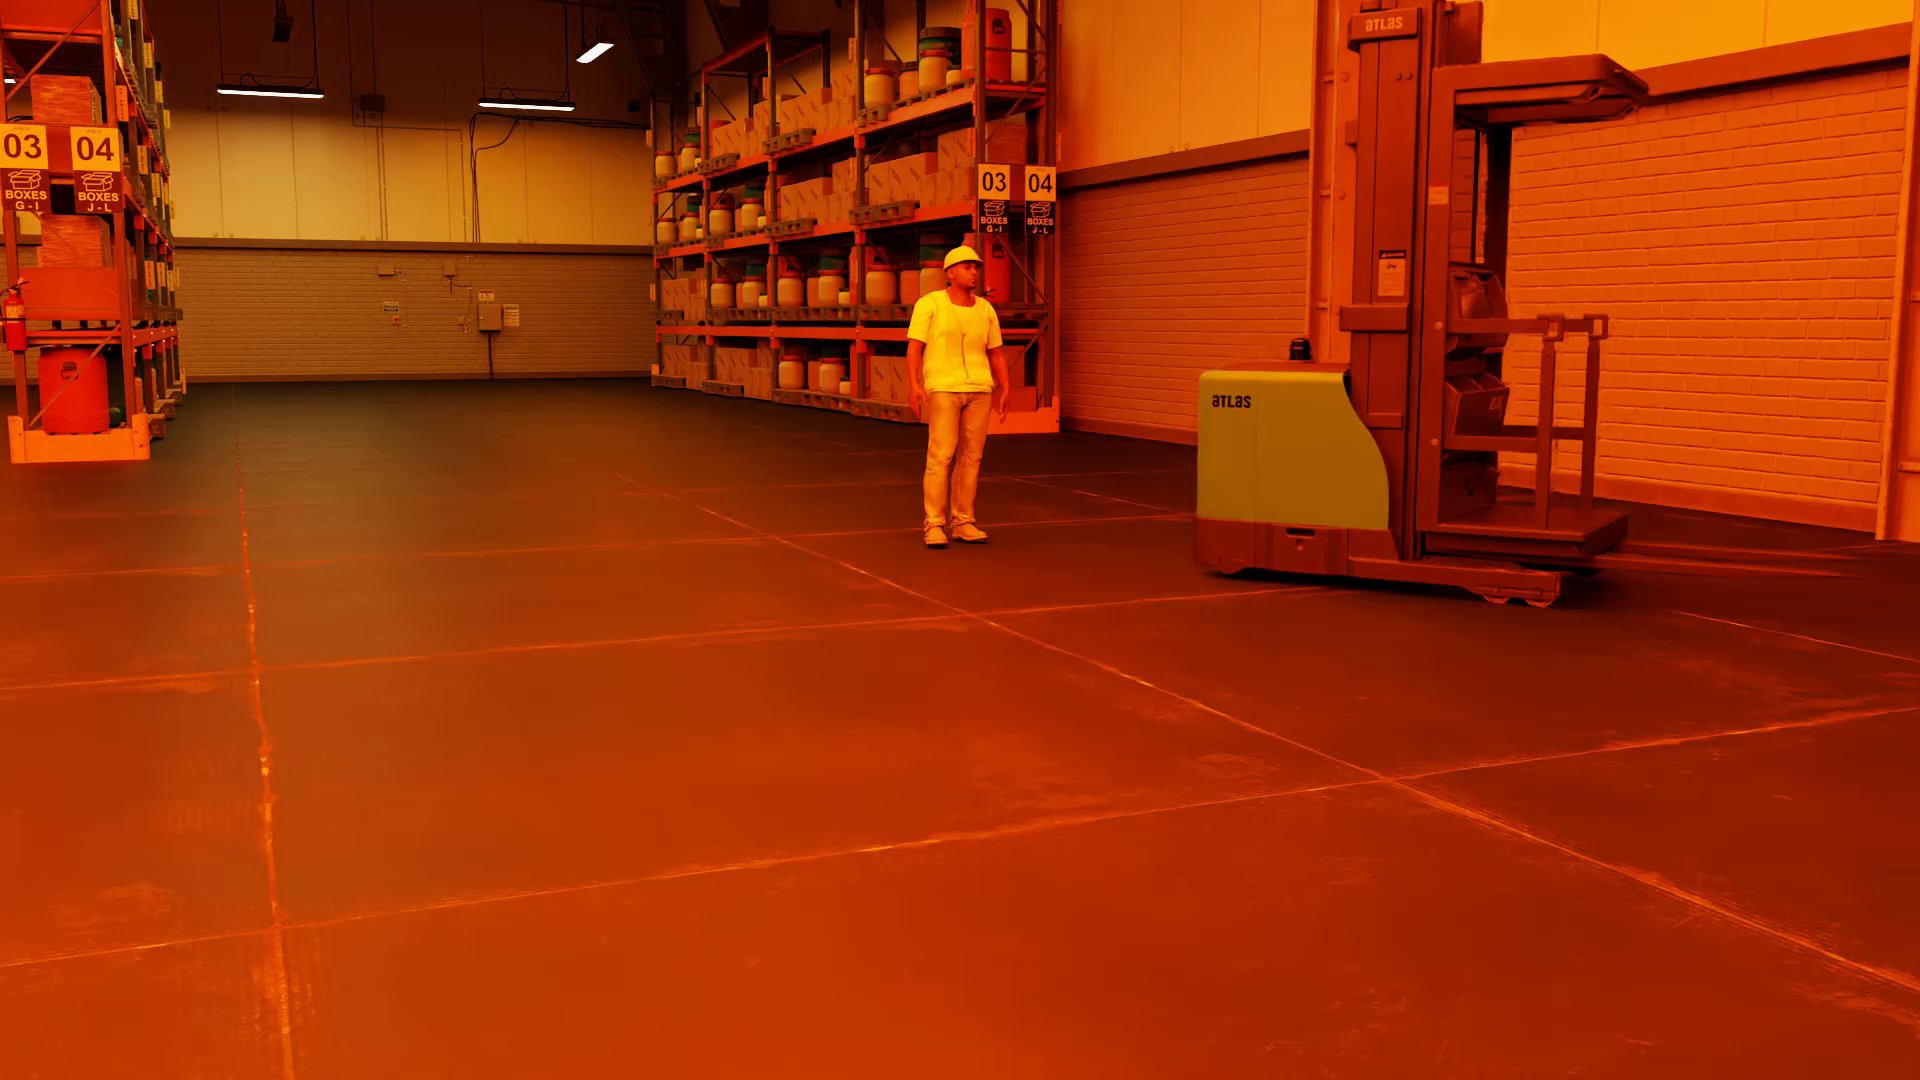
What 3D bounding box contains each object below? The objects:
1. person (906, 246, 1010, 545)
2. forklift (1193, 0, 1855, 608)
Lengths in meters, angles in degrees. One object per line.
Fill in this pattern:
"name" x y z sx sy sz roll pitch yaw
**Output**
"person" 0.023 -0.874 9.971 0.665 1.768 0.575 -3 8 -23
"forklift" 2.746 -1.217 8.167 3.031 2.935 1.130 5 9 32
